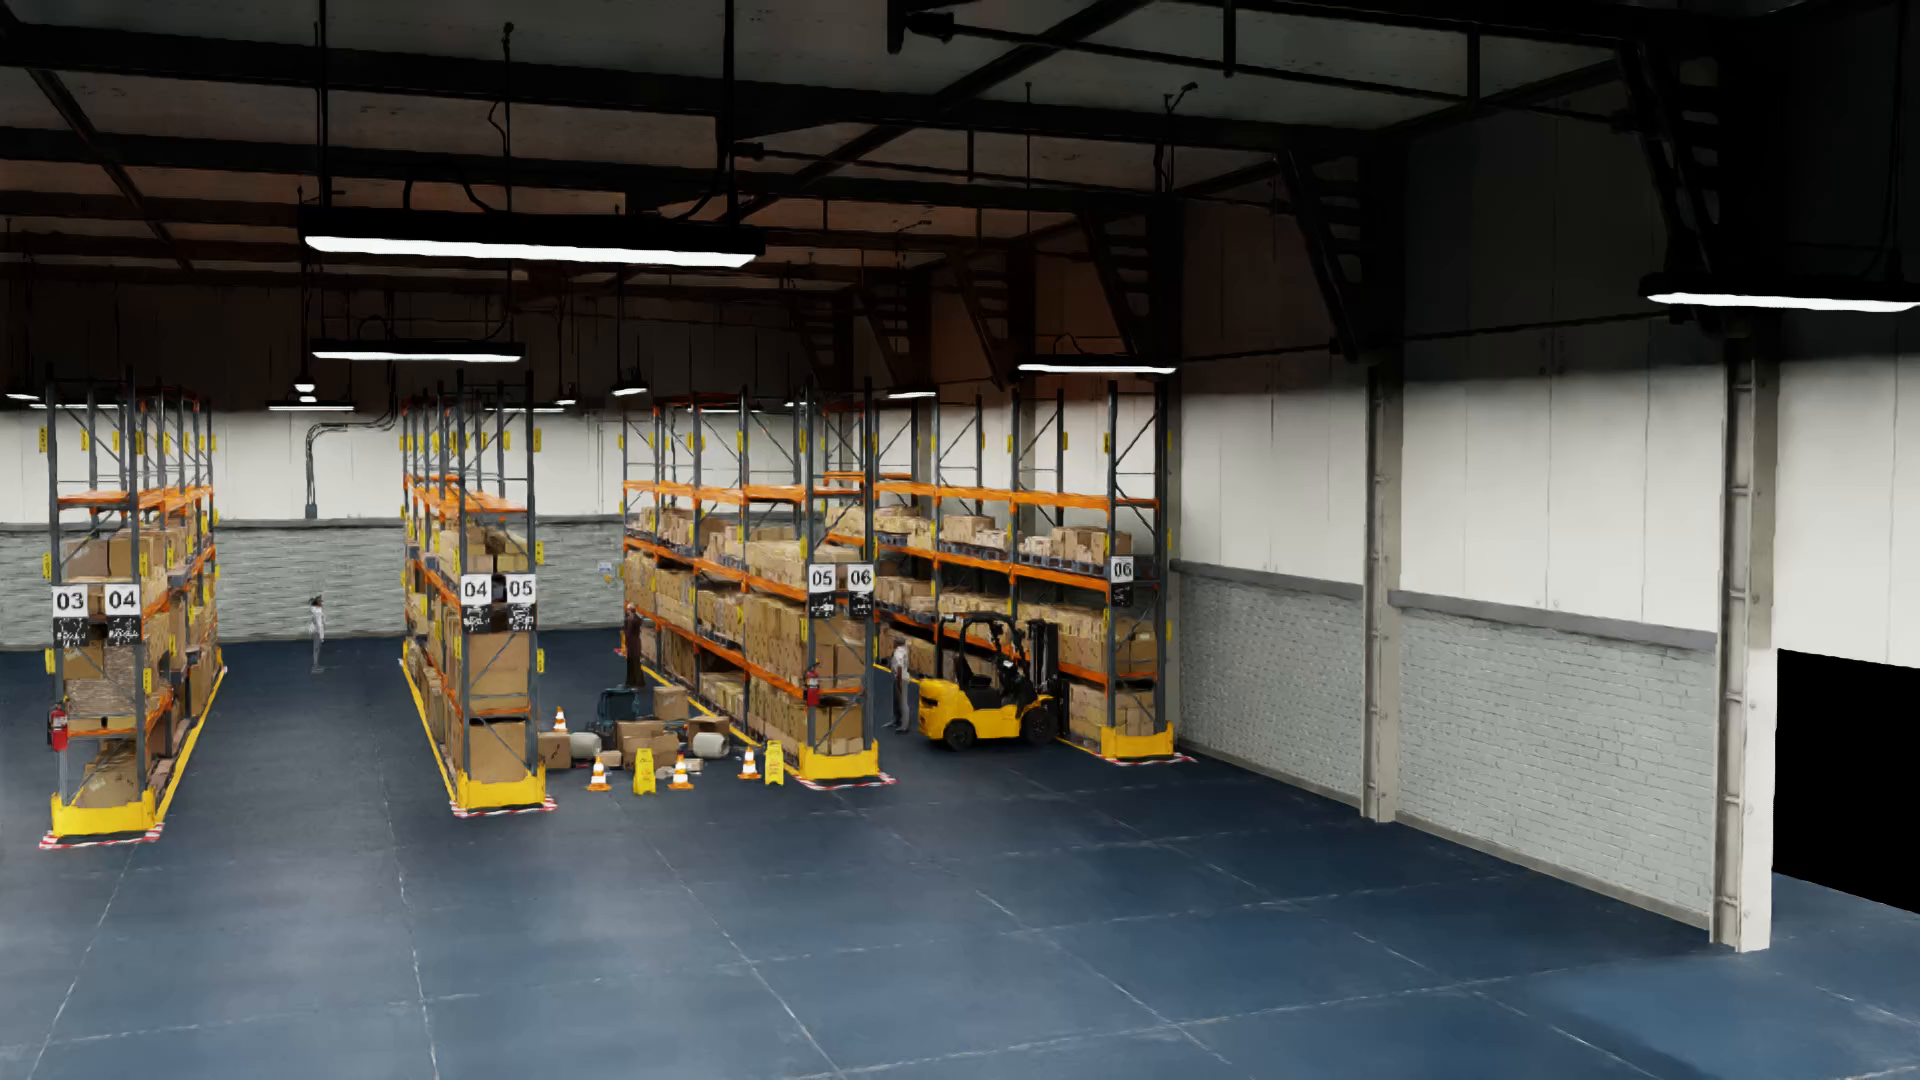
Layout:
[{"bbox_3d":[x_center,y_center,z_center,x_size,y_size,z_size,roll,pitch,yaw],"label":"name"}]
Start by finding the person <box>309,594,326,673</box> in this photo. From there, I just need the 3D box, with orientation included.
[{"bbox_3d":[-13.983,2.027,36.204,0.363,1.685,0.588,-2,4,-30],"label":"person"}]

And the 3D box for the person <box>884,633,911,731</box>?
[{"bbox_3d":[-1.087,2.464,28.966,0.474,1.678,0.501,0,3,3],"label":"person"}]

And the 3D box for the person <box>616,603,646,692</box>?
[{"bbox_3d":[-6.630,2.237,33.472,0.642,1.579,0.691,0,3,-1],"label":"person"}]
